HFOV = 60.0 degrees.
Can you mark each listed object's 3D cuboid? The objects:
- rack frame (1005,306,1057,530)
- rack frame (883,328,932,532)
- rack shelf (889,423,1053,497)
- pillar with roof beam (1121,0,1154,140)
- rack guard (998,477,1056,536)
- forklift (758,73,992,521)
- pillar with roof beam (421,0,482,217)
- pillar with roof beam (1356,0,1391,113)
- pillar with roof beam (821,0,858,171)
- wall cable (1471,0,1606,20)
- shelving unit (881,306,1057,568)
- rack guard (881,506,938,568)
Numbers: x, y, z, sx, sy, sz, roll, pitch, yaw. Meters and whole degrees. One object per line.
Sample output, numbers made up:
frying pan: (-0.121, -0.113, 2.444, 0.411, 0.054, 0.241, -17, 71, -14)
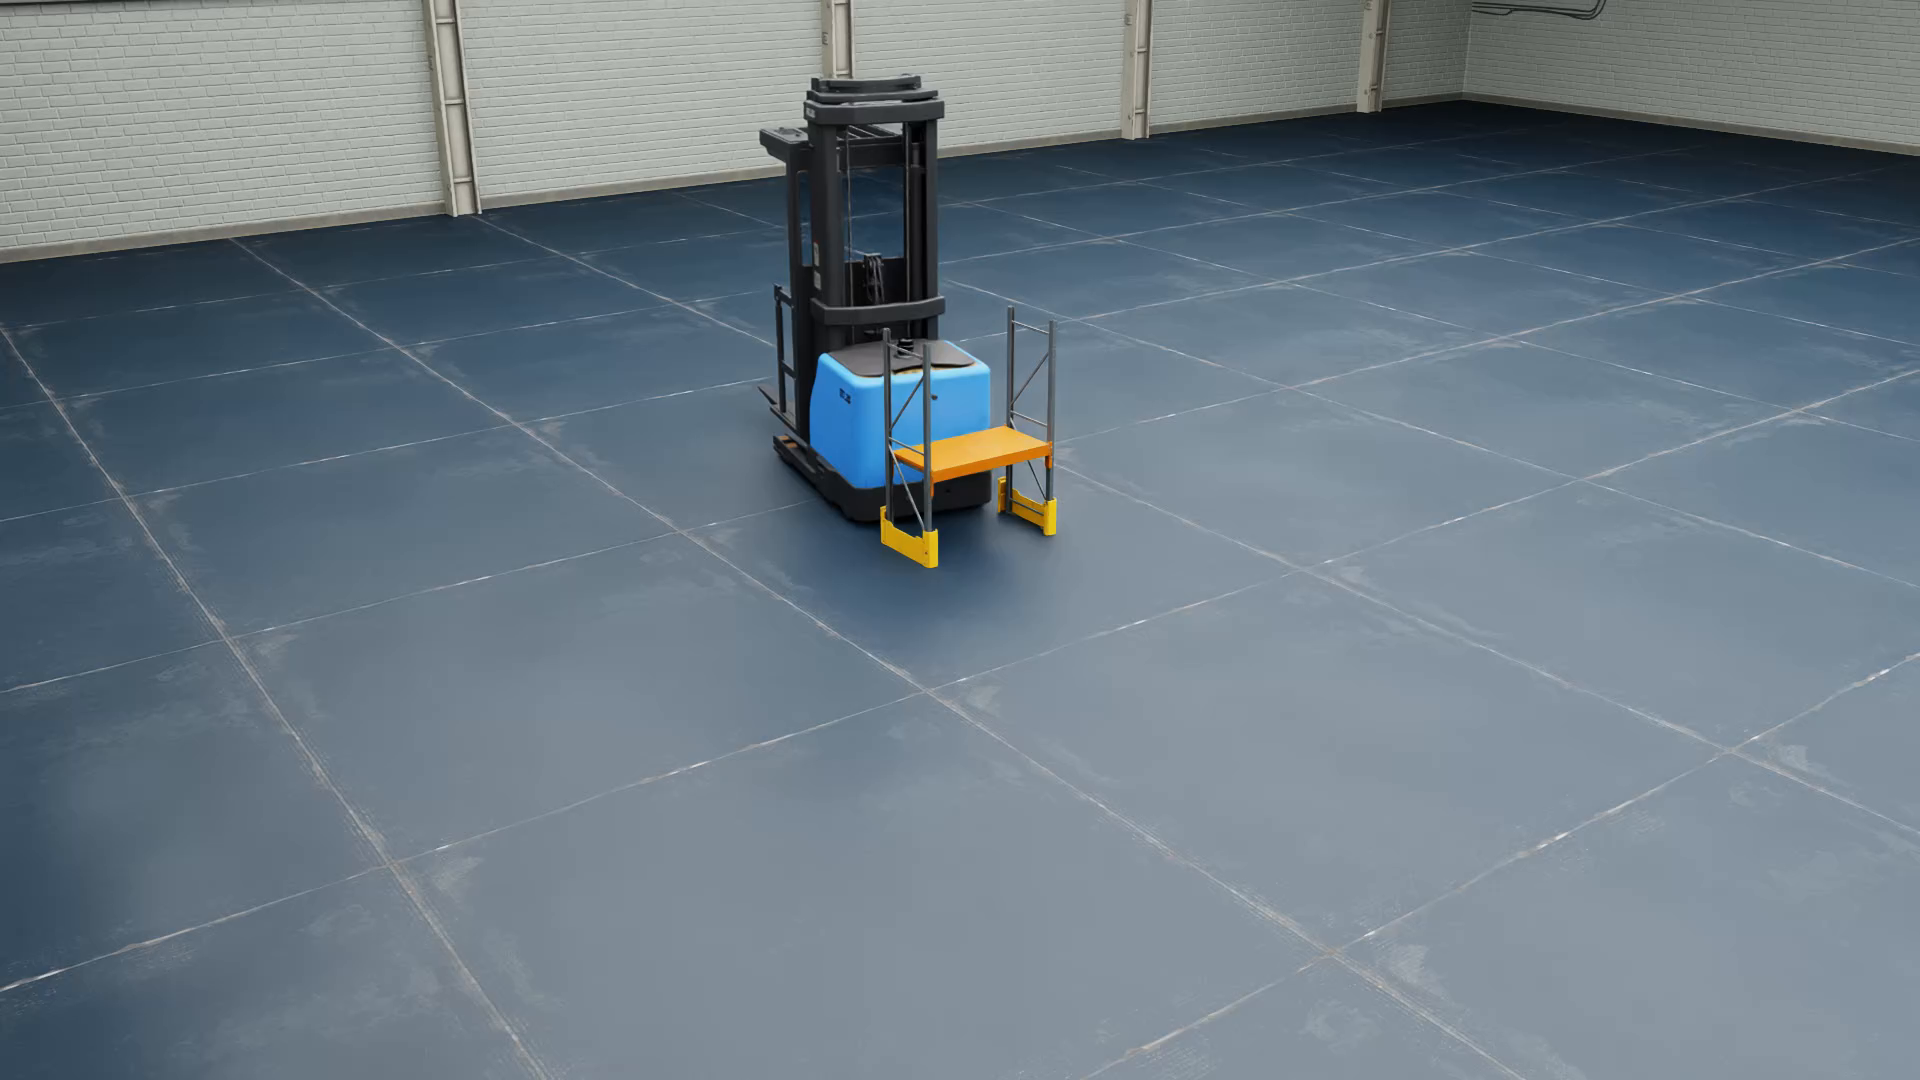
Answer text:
rack frame: (0.482, -0.825, 11.440, 0.032, 1.500, 0.500, -15, 26, -33)
rack frame: (-0.343, -0.605, 10.889, 0.032, 1.500, 0.500, -15, 26, -33)
rack shelf: (0.069, -0.548, 11.231, 1.000, 0.185, 0.538, -15, 26, -33)
pillar with roof beam: (5.555, -9.893, 24.048, 0.400, 9.000, 9.100, -15, 26, -33)
rack guard: (0.466, -0.240, 11.662, 0.087, 0.250, 0.587, -15, 26, -33)
forklift: (-0.815, -2.003, 12.462, 1.130, 2.935, 3.031, -9, 23, -21)
pillar with roof beam: (-4.186, -7.296, 17.539, 0.400, 9.000, 9.100, -15, 26, -33)
pillar with roof beam: (10.426, -11.192, 27.302, 0.400, 9.000, 9.100, -15, 26, -33)
pillar with roof beam: (0.685, -8.595, 20.793, 0.400, 9.000, 9.100, -15, 26, -33)
wall cable: (11.075, -11.285, 31.724, 0.112, 2.526, 3.097, -15, 26, -33)
shelving unit: (0.062, -0.713, 11.160, 1.083, 1.500, 0.587, -15, 26, -33)
rack guard: (-0.342, -0.025, 11.121, 0.087, 0.250, 0.587, -15, 26, -33)
